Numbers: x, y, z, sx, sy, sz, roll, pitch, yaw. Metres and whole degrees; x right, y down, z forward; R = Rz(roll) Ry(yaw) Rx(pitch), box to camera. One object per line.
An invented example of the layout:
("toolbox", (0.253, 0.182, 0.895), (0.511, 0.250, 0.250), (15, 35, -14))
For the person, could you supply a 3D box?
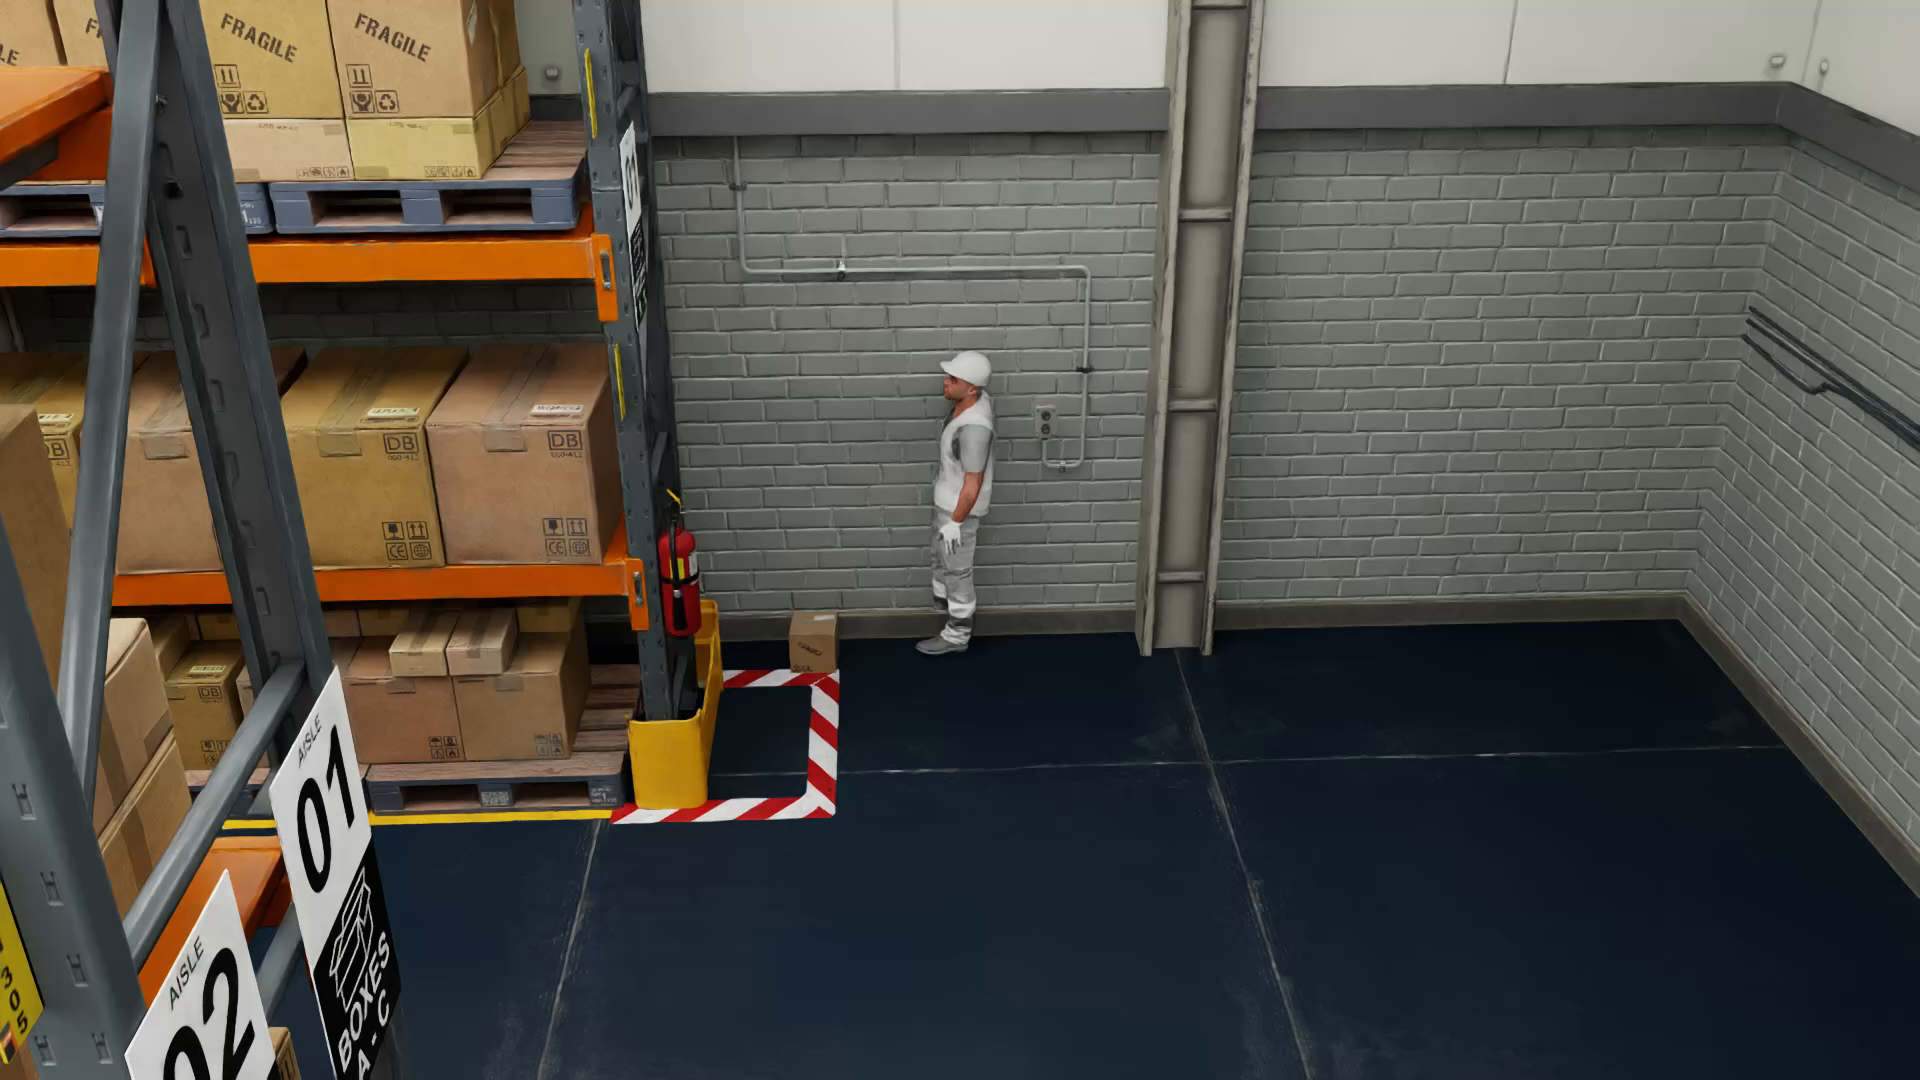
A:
("person", (-0.087, -0.190, 8.942), (0.563, 1.788, 0.638), (-1, 27, -2))
